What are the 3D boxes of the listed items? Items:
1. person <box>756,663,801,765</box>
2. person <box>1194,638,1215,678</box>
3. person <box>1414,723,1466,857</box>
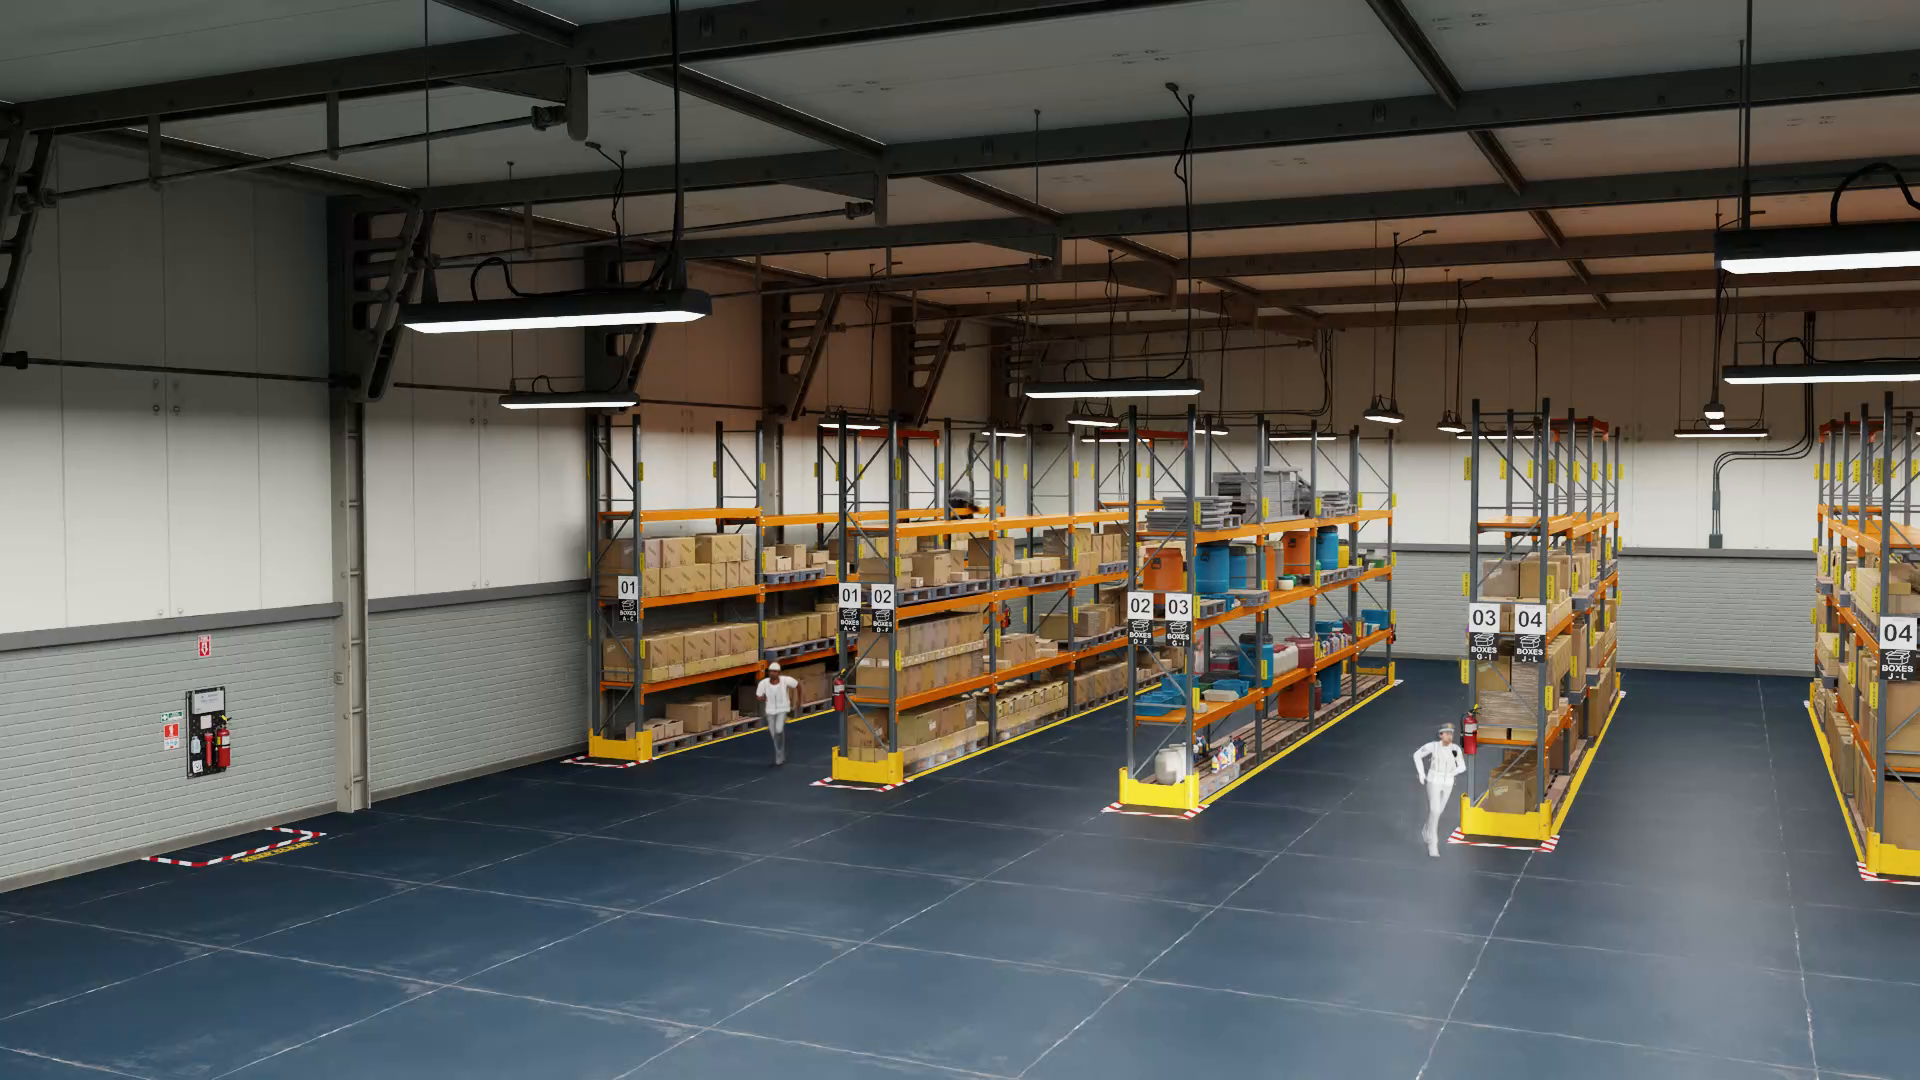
[{"bbox_3d":[-3.108,2.954,28.365,0.734,1.745,0.807,0,2,6],"label":"person"},{"bbox_3d":[4.780,2.797,32.785,0.670,1.752,0.611,1,3,23],"label":"person"},{"bbox_3d":[6.368,3.266,22.024,0.628,1.719,0.832,0,2,-7],"label":"person"}]
